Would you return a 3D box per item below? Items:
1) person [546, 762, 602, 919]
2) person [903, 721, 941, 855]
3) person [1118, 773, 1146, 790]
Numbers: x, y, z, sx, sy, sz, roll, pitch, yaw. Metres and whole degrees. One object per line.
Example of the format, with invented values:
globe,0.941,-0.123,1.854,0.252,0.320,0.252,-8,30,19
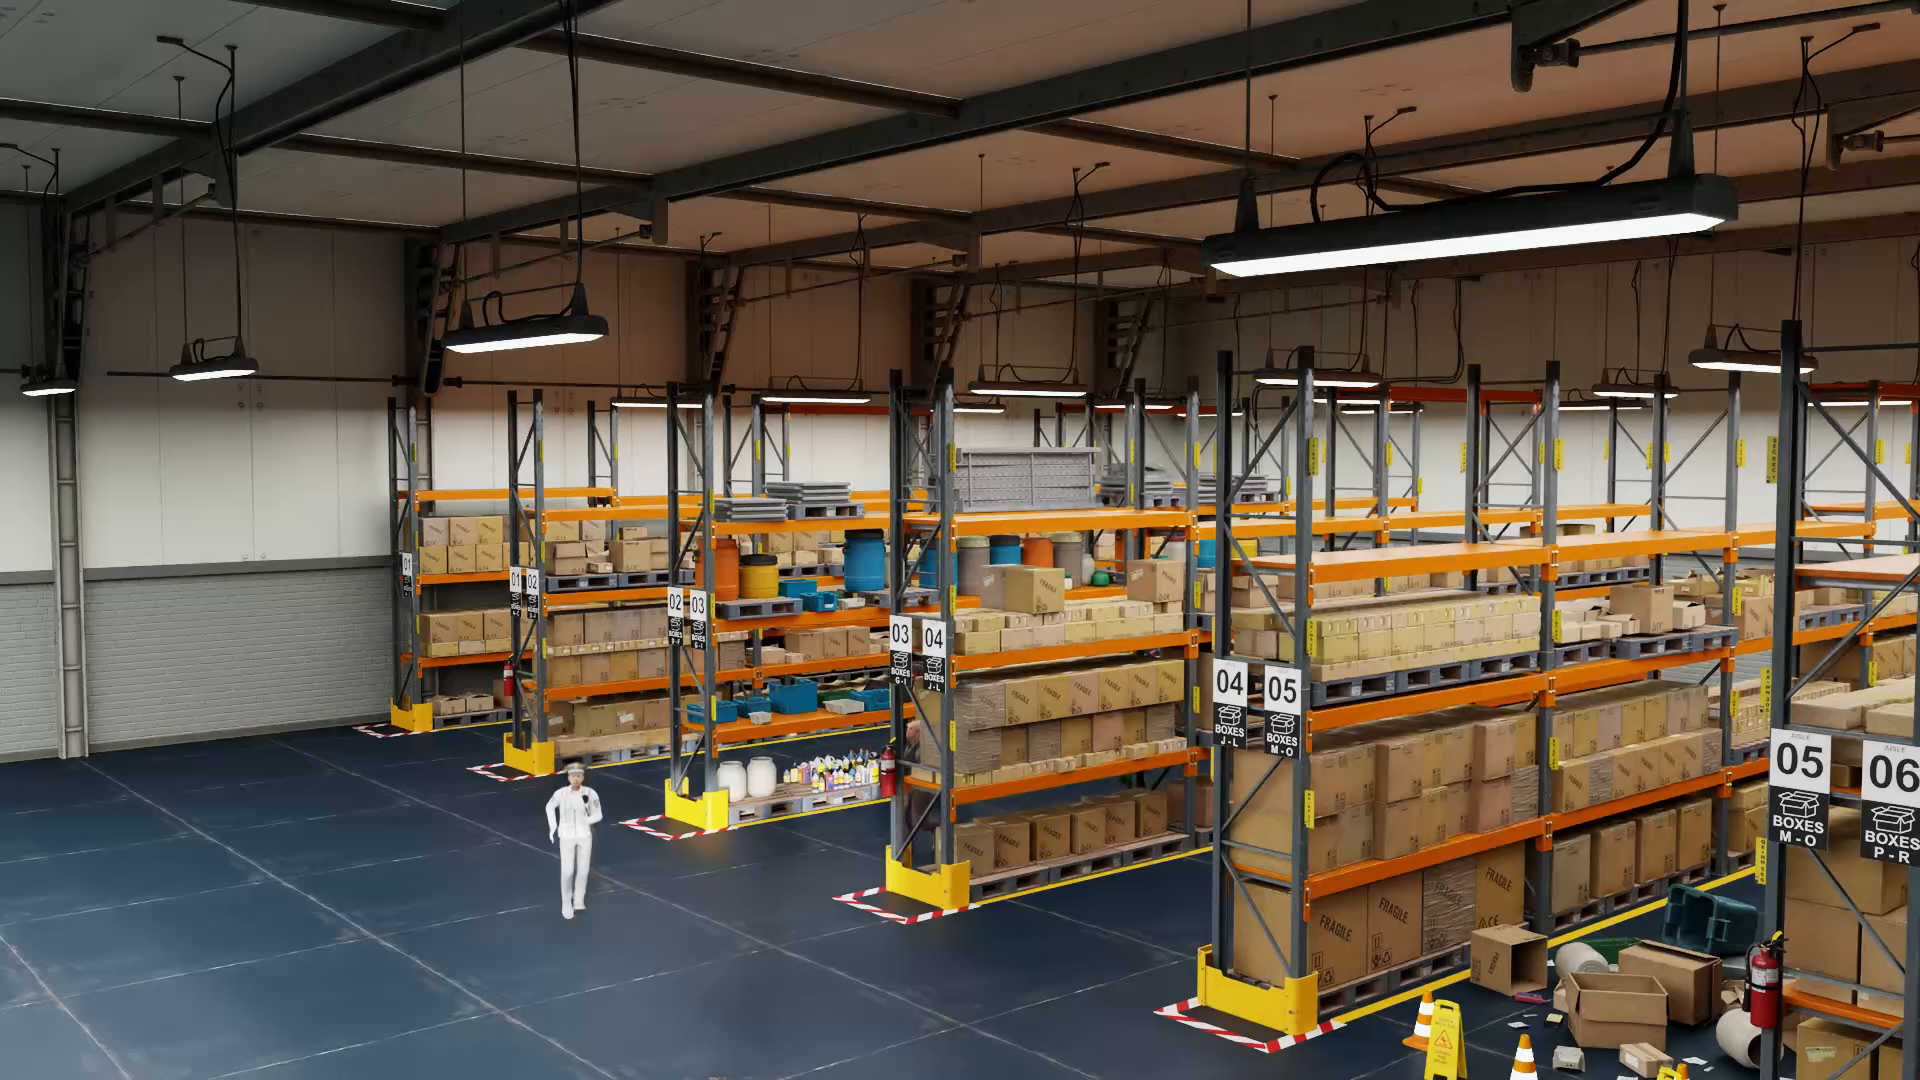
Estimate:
person,-4.190,3.262,18.101,0.581,1.700,0.677,-1,3,-17
person,-0.500,3.112,20.808,0.774,1.708,0.677,-3,4,-37
person,2.451,2.932,23.237,0.653,1.750,0.720,3,4,37
